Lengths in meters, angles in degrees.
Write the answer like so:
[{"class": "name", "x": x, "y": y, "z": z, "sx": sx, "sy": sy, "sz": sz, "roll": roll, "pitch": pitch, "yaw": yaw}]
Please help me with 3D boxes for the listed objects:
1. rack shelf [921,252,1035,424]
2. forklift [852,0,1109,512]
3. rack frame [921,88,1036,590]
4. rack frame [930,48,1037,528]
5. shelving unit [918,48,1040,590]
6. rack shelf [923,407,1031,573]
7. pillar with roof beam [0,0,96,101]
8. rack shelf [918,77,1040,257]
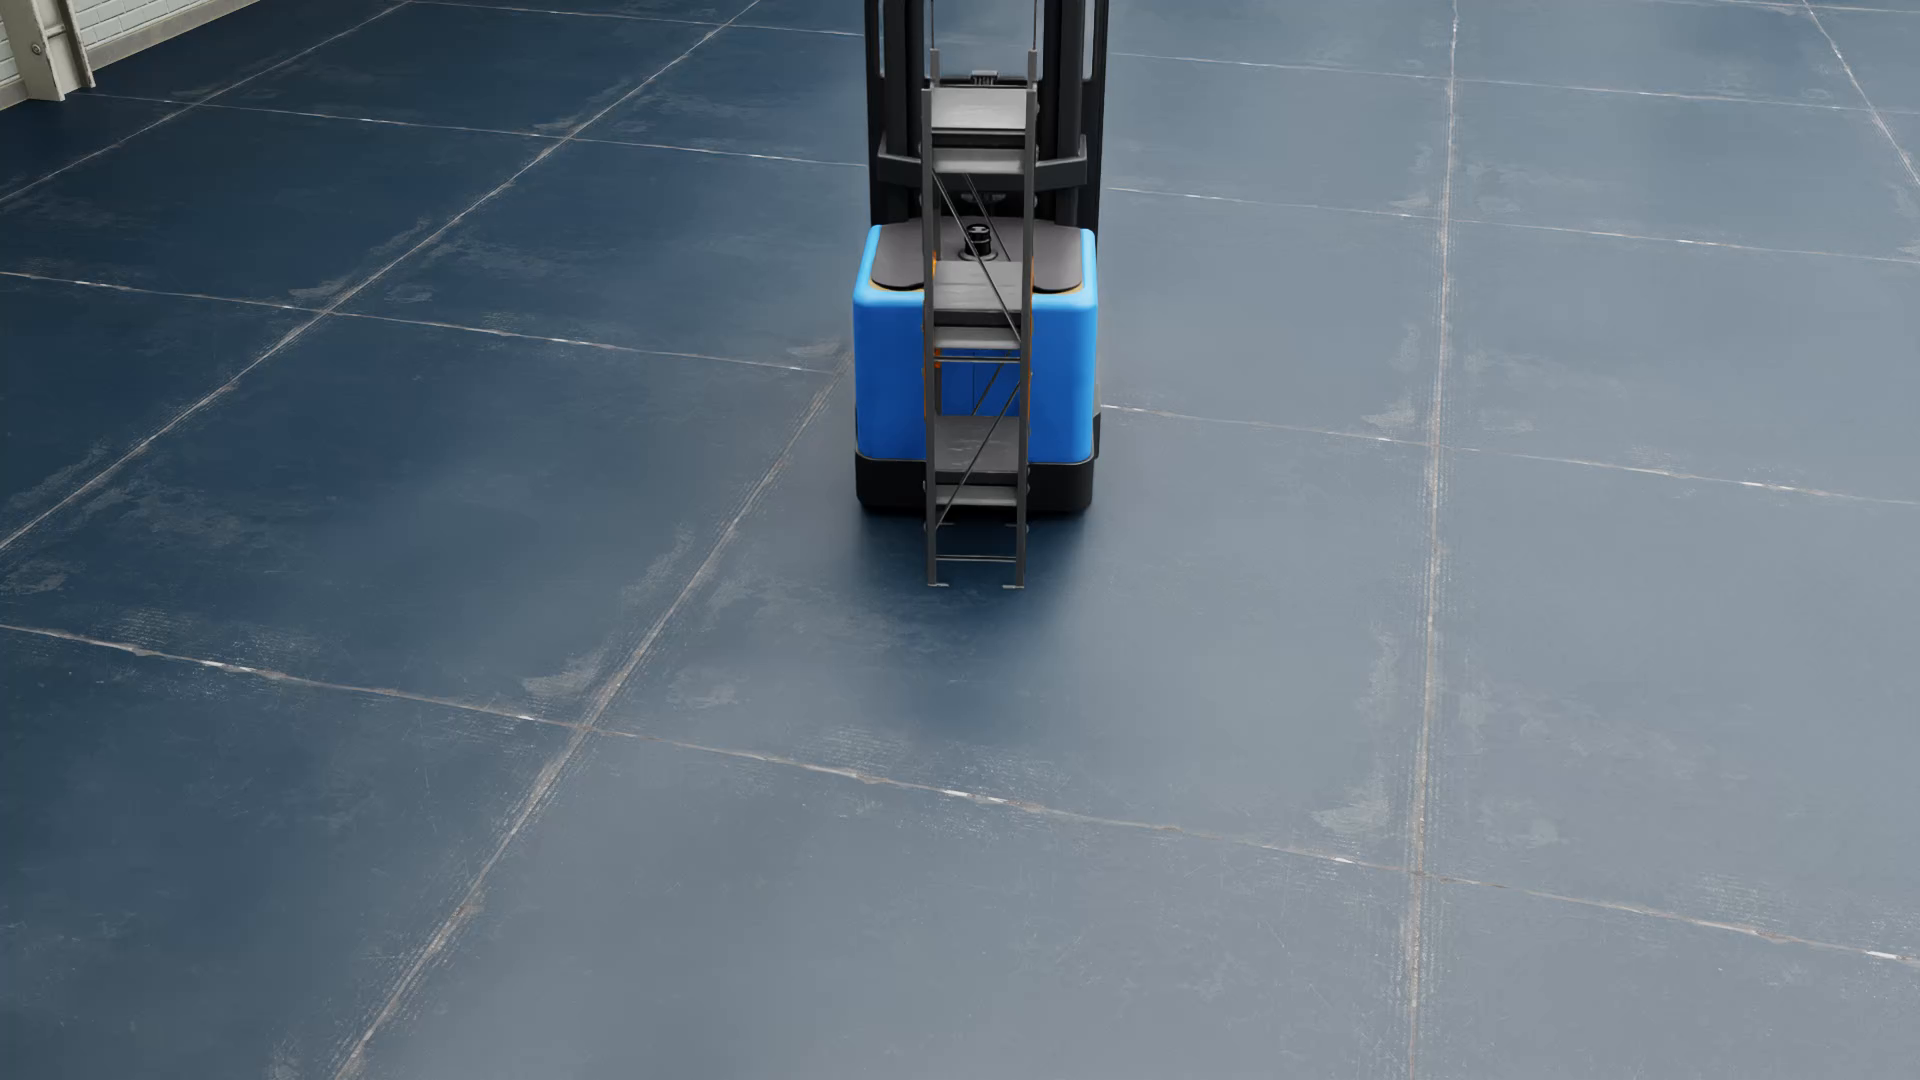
[{"class": "rack shelf", "x": 0.077, "y": -0.806, "z": 6.585, "sx": 0.431, "sy": 0.518, "sz": 0.480, "roll": 1, "pitch": 32, "yaw": 2}, {"class": "forklift", "x": 0.130, "y": -2.123, "z": 7.857, "sx": 1.130, "sy": 2.935, "sz": 3.031, "roll": 1, "pitch": 32, "yaw": 2}, {"class": "rack frame", "x": 0.065, "y": -0.686, "z": 6.372, "sx": 0.400, "sy": 2.100, "sz": 0.015, "roll": 1, "pitch": 32, "yaw": 2}, {"class": "rack frame", "x": 0.088, "y": -0.948, "z": 6.784, "sx": 0.400, "sy": 2.100, "sz": 0.015, "roll": 1, "pitch": 32, "yaw": 2}, {"class": "shelving unit", "x": 0.077, "y": -0.817, "z": 6.578, "sx": 0.431, "sy": 2.100, "sz": 0.503, "roll": 1, "pitch": 32, "yaw": 2}, {"class": "rack shelf", "x": 0.077, "y": -0.215, "z": 6.961, "sx": 0.431, "sy": 0.518, "sz": 0.480, "roll": 1, "pitch": 32, "yaw": 2}, {"class": "pillar with roof beam", "x": -2.640, "y": -6.606, "z": 9.254, "sx": 9.100, "sy": 9.000, "sz": 0.400, "roll": 8, "pitch": 33, "yaw": 12}, {"class": "rack shelf", "x": 0.077, "y": -1.396, "z": 6.210, "sx": 0.431, "sy": 0.518, "sz": 0.480, "roll": 1, "pitch": 32, "yaw": 2}]
